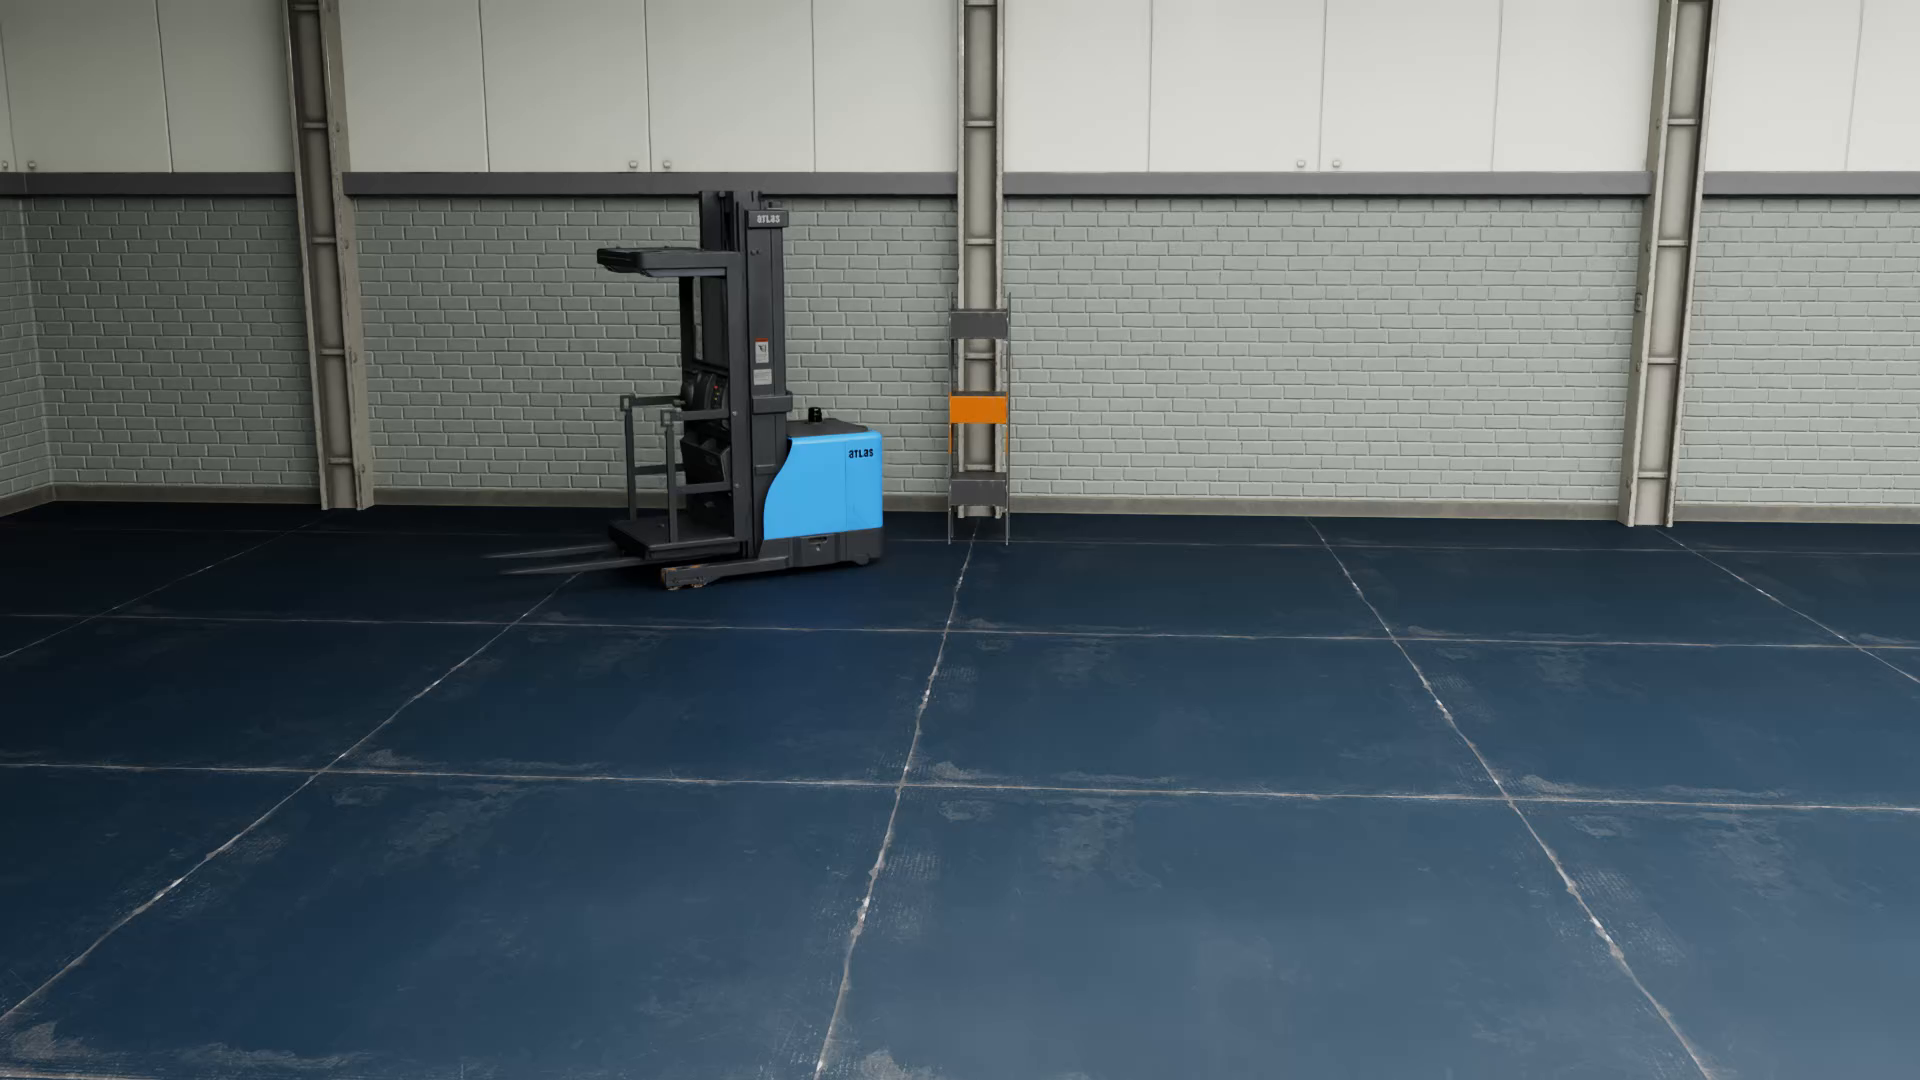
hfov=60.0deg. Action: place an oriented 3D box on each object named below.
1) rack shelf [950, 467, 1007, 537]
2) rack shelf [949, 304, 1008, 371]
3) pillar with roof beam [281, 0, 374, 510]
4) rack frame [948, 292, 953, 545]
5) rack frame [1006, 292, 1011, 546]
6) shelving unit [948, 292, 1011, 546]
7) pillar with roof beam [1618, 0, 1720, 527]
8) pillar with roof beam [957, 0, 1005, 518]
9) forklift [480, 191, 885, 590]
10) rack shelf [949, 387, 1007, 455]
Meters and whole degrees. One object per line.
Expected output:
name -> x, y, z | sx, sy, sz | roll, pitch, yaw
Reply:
rack shelf -> 0.165, -0.327, 14.188 | 0.480, 0.518, 0.431 | 1, 12, 4
rack shelf -> 0.165, -1.697, 13.902 | 0.480, 0.518, 0.431 | 1, 12, 4
pillar with roof beam -> -6.089, -3.841, 10.652 | 0.400, 9.000, 9.100 | 1, 12, 4
rack frame -> -0.078, -1.029, 14.058 | 0.015, 2.100, 0.400 | 1, 12, 4
rack frame -> 0.409, -1.022, 14.026 | 0.015, 2.100, 0.400 | 1, 12, 4
shelving unit -> 0.165, -1.025, 14.042 | 0.503, 2.100, 0.431 | 1, 12, 4
pillar with roof beam -> 5.884, -3.677, 9.867 | 0.400, 9.000, 9.100 | 1, 12, 4
pillar with roof beam -> -0.103, -3.759, 10.259 | 0.400, 9.000, 9.100 | 1, 12, 4
forklift -> -2.145, -1.181, 12.756 | 3.031, 2.935, 1.130 | -6, 13, -28
rack shelf -> 0.165, -1.012, 14.045 | 0.480, 0.518, 0.431 | 1, 12, 4
